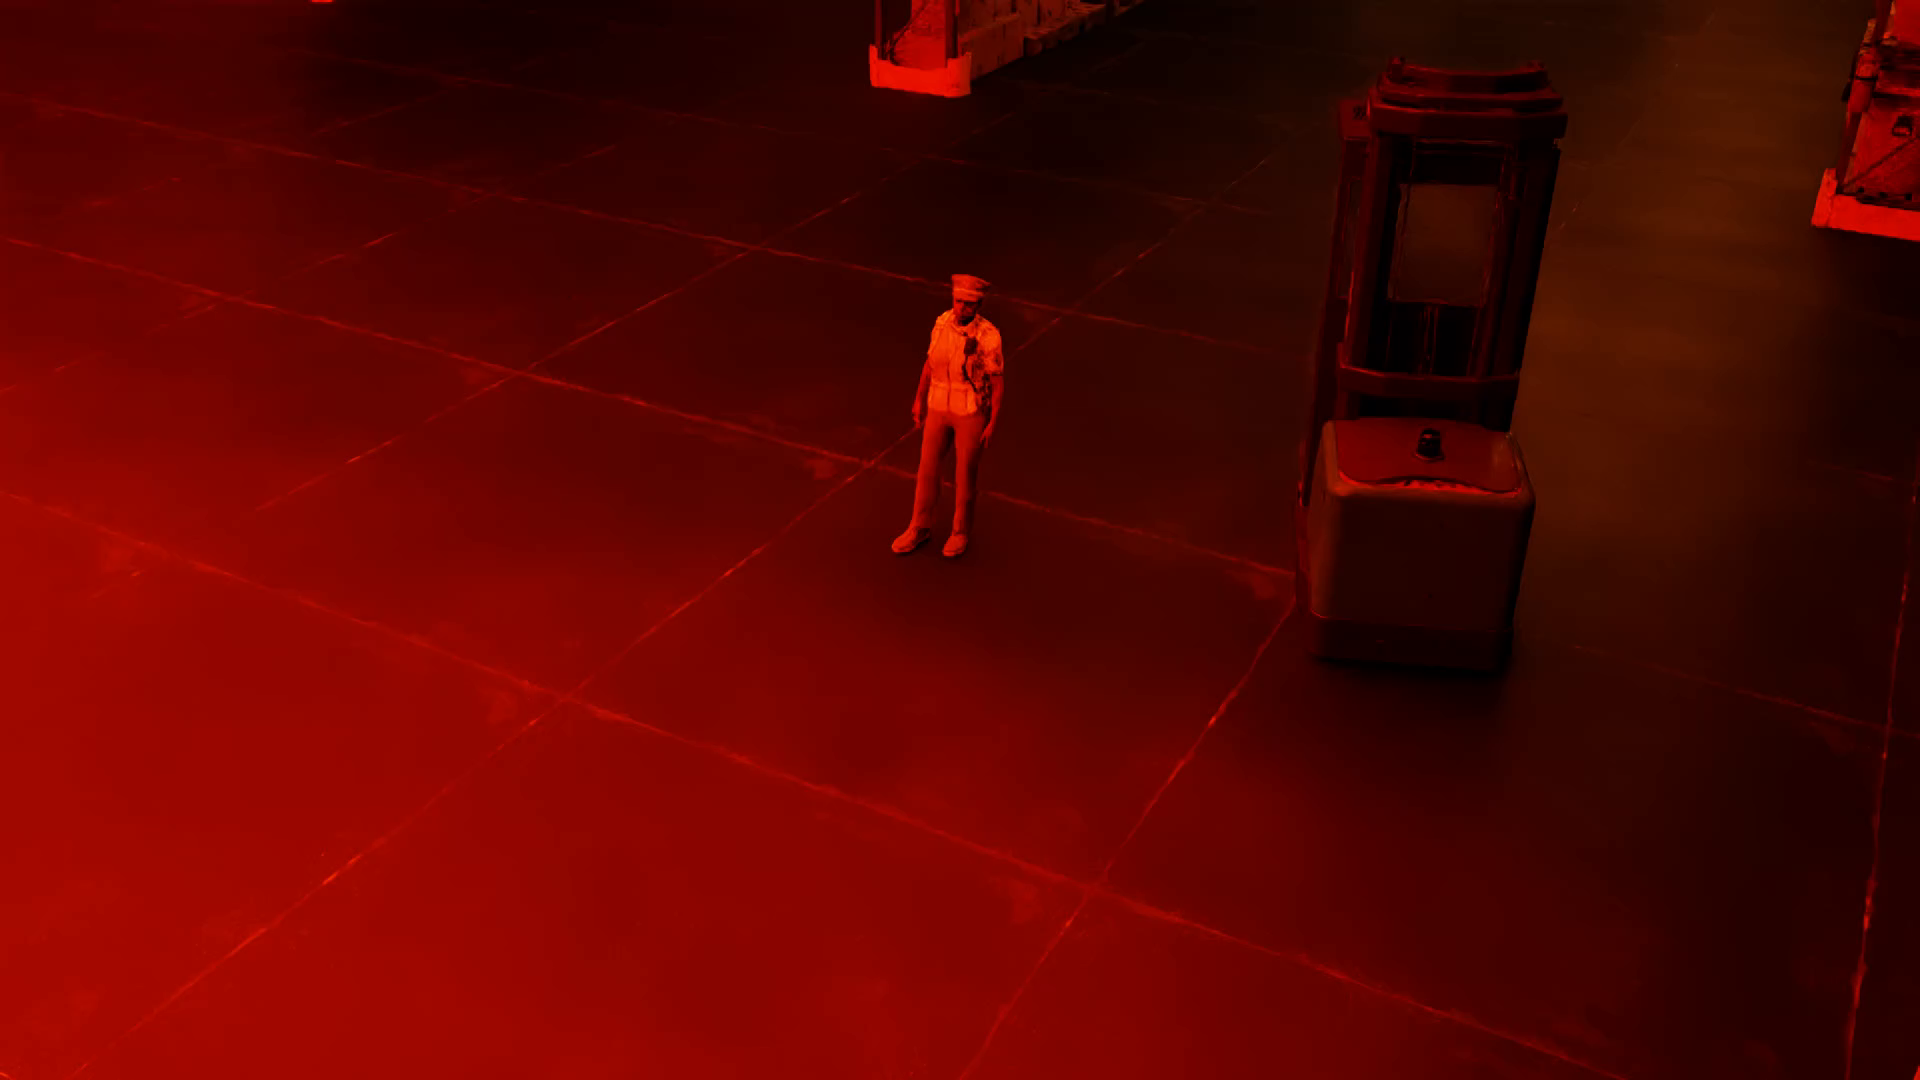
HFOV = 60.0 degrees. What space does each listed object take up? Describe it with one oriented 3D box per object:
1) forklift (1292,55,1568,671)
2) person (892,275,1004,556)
[{"bbox_3d":[2.580,-1.305,9.331,1.130,2.935,3.031,4,30,8],"label":"forklift"},{"bbox_3d":[-0.054,-0.712,9.527,0.570,1.695,0.529,15,33,25],"label":"person"}]
